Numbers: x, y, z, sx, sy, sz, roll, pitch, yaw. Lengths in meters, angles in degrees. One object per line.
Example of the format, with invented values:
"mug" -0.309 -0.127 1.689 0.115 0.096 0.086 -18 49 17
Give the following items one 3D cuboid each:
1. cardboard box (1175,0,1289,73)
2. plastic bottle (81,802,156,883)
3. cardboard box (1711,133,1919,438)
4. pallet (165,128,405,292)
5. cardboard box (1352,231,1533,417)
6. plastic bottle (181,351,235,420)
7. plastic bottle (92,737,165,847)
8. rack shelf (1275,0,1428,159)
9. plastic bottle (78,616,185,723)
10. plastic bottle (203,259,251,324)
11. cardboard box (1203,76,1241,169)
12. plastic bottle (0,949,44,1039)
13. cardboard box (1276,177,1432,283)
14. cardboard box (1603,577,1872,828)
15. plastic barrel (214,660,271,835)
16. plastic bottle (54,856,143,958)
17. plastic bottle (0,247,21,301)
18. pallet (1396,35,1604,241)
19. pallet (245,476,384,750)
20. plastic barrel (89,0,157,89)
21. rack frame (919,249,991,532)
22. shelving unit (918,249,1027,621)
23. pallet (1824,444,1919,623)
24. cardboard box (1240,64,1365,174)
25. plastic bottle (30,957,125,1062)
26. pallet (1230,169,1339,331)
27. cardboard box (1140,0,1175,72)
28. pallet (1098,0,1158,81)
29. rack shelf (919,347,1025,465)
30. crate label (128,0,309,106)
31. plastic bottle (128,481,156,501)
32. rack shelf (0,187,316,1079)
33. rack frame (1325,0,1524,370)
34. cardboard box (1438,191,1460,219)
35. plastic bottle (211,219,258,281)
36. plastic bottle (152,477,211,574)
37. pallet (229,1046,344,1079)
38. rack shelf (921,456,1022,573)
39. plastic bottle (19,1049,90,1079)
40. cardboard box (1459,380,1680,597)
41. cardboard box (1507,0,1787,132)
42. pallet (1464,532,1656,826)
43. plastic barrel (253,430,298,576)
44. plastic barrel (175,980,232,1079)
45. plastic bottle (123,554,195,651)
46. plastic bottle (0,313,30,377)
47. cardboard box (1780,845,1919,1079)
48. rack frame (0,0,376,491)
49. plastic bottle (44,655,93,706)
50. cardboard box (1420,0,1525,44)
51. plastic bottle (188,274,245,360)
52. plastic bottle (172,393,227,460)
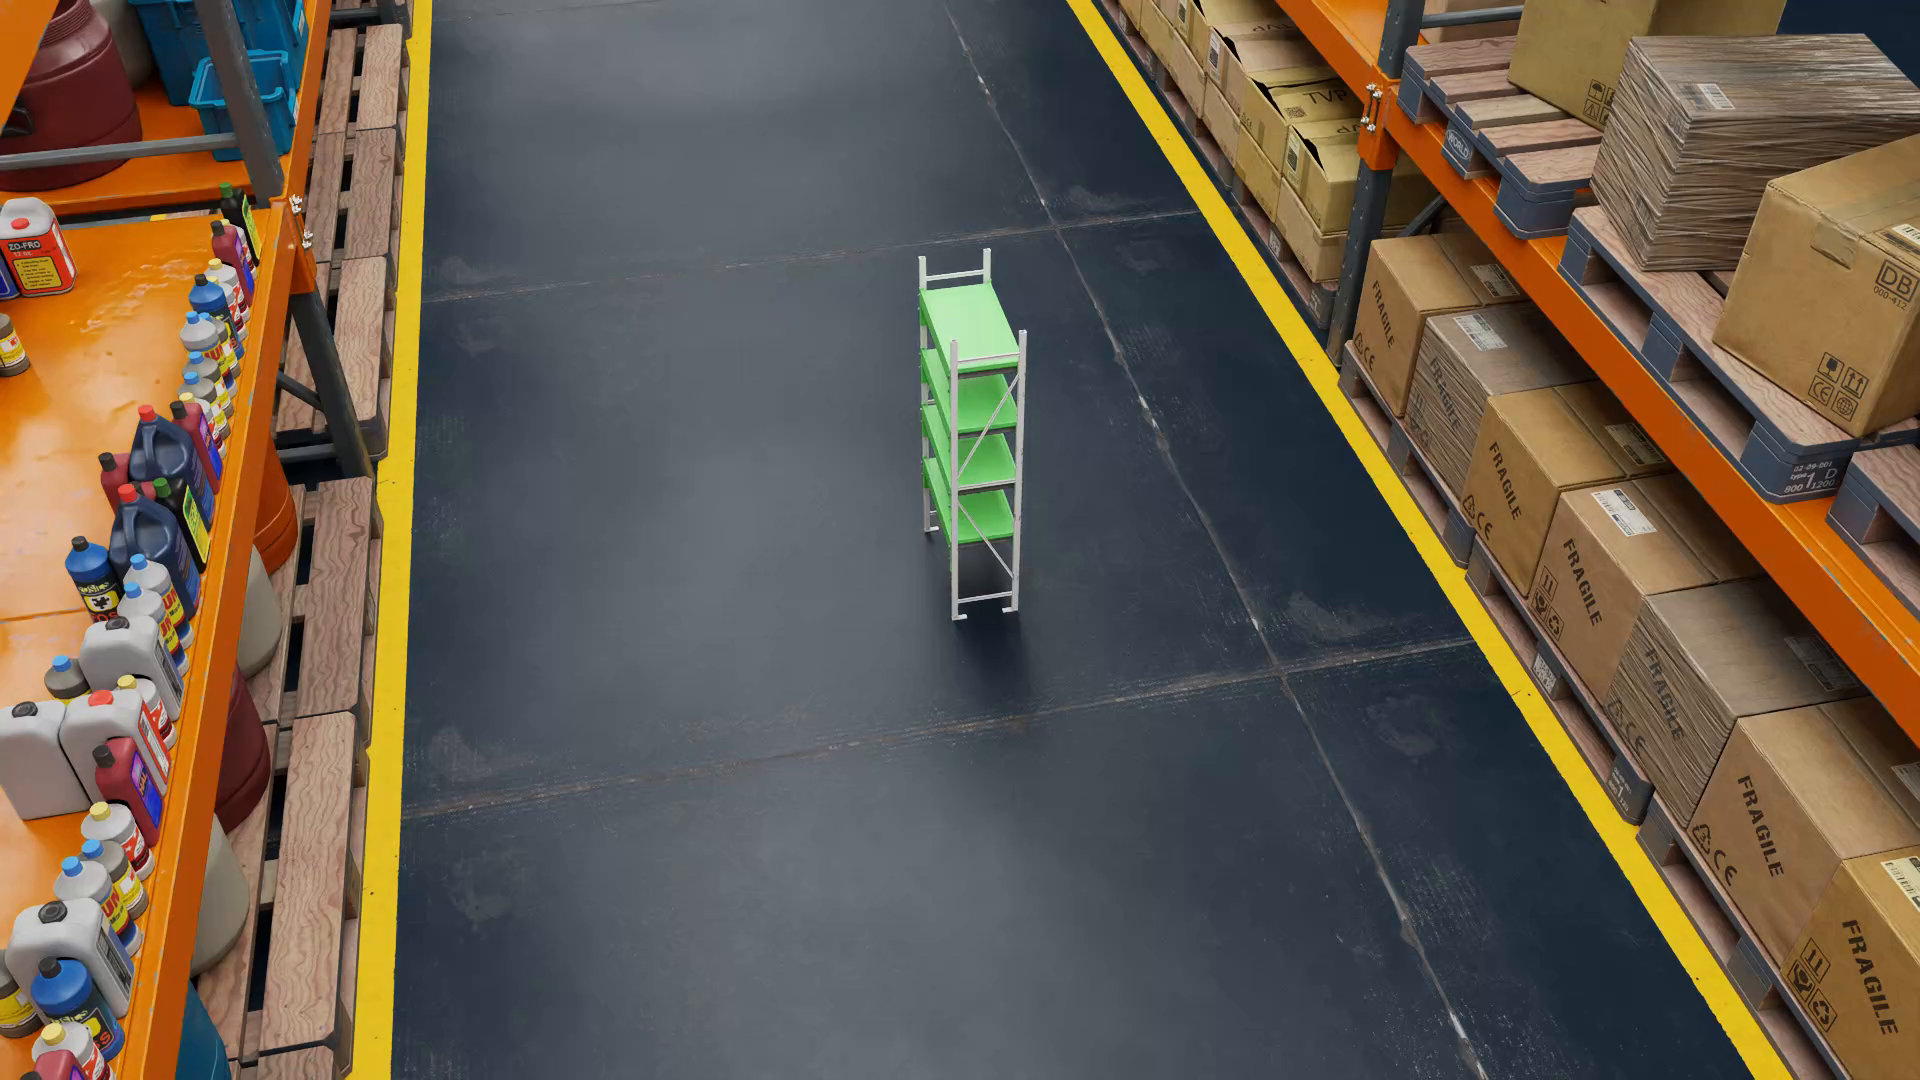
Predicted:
"cardboard box" 1.389 -2.589 8.239 0.500 0.311 0.500 -7 42 -8
"plastic bottle" -1.748 0.620 3.442 0.097 0.201 0.097 0 42 0
"cardboard box" 2.495 -0.696 4.382 0.700 0.500 0.500 -19 45 -20
"pallet" -3.154 -1.504 7.786 1.003 0.211 1.213 -8 42 -9
"cardboard box" 1.892 -0.851 6.501 0.500 0.500 0.500 -7 42 -7
"plastic bottle" -2.099 -0.432 4.627 0.097 0.201 0.097 0 42 0
"plastic bottle" -1.755 0.512 3.502 0.061 0.283 0.133 -8 42 -9
"rack shelf" 1.641 -2.985 7.895 1.077 0.370 4.000 -8 42 -9
"plastic bottle" -1.879 0.284 3.764 0.152 0.276 0.135 -8 42 -9
"plastic bottle" -2.204 -0.748 4.983 0.097 0.201 0.097 0 42 0
"cardboard box" 1.501 -2.052 8.058 0.500 0.250 0.500 -7 42 -8
"plastic bottle" -1.826 0.855 3.177 0.097 0.201 0.097 0 42 0
"cardboard box" 1.721 -1.392 7.314 0.500 0.250 0.500 -7 42 -8
"cardboard box" 2.344 0.480 5.001 0.500 0.500 0.500 -8 42 -9
"plastic barrel" -2.398 0.541 4.881 0.600 0.588 0.708 -8 42 -9
"plastic bottle" -1.706 0.720 3.276 0.097 0.271 0.097 0 42 0
"plastic bottle" -2.987 -0.877 5.072 0.152 0.276 0.135 -8 42 -9
"pallet" 2.288 -1.456 5.776 1.213 0.211 1.003 -8 42 -9
"pallet" -2.554 0.298 5.756 1.003 0.211 1.213 -8 42 -9
"plastic barrel" -3.195 -1.928 6.078 0.421 0.512 0.421 0 42 0
"rack frame" -0.017 -0.500 5.909 0.240 1.200 0.015 -8 42 -9
"shelving unit" 0.036 -0.341 5.731 0.258 1.200 0.503 -8 42 -9
"pallet" 2.871 0.173 3.940 1.003 0.211 1.213 -8 42 -9
"cardboard box" 1.601 -1.936 7.504 0.500 0.311 0.500 -9 42 -10
"plastic bottle" -1.656 0.870 3.107 0.097 0.271 0.097 0 42 0
"pallet" 1.933 -1.454 7.729 1.003 0.211 1.213 -8 42 -9
"cardboard box" 1.278 -2.715 8.804 0.500 0.250 0.500 -10 42 -11
"pallet" 1.407 -3.036 9.511 1.003 0.211 1.213 -8 42 -9
"rack shelf" 0.036 -0.473 5.614 0.258 0.148 0.480 -8 42 -9
"crate label" -2.715 -1.946 6.156 0.502 0.435 0.616 -8 42 -9
"plastic bottle" -2.005 -0.050 4.134 0.061 0.283 0.133 -8 42 -9
"rack shelf" -2.333 0.315 4.177 1.077 0.370 4.000 -8 42 -9
"rack frame" 2.073 -1.958 6.196 1.000 3.000 0.127 -8 42 -9
"cardboard box" 2.247 -1.678 7.213 0.500 0.311 0.500 -7 42 -8
"plastic bottle" -2.253 -0.897 5.151 0.097 0.201 0.097 0 42 0
"plastic bottle" -1.945 -0.058 4.144 0.061 0.283 0.133 -8 42 -9
"pallet" -2.027 1.879 3.974 1.003 0.211 1.213 -8 42 -9
"rack shelf" 0.036 -0.114 5.933 0.258 0.148 0.480 -8 42 -9
"plastic bottle" -1.592 1.001 2.951 0.061 0.283 0.133 -8 42 -9
"cardboard box" 2.114 -0.187 5.753 0.500 0.500 0.500 -9 42 -10
"cardboard box" 2.319 -1.760 5.581 0.700 0.500 0.500 -22 46 -23
"pallet" 2.457 0.364 5.681 1.003 0.211 1.213 -8 42 -9
"plastic barrel" -2.642 -0.281 5.625 0.600 0.830 0.708 -8 42 -9
"plastic barrel" -2.155 1.156 3.952 0.600 0.901 0.708 -8 42 -9
"plastic bottle" -1.898 0.143 3.926 0.097 0.271 0.097 0 42 0
"plastic bottle" -2.769 -0.579 4.793 0.097 0.201 0.097 0 42 0
"cardboard box" 2.550 1.127 4.273 0.500 0.500 0.500 -9 42 -10
"rack frame" -2.764 -1.250 5.399 1.000 3.000 0.127 -8 42 -9
"plastic bottle" -1.997 0.342 3.755 0.097 0.201 0.097 0 42 0
"cardboard box" 2.037 -2.166 6.498 0.500 0.311 0.500 -6 42 -7
"plastic bottle" -2.162 -0.648 4.817 0.097 0.271 0.097 0 42 0
"plastic bottle" -2.057 -0.306 4.485 0.097 0.201 0.097 0 42 0
